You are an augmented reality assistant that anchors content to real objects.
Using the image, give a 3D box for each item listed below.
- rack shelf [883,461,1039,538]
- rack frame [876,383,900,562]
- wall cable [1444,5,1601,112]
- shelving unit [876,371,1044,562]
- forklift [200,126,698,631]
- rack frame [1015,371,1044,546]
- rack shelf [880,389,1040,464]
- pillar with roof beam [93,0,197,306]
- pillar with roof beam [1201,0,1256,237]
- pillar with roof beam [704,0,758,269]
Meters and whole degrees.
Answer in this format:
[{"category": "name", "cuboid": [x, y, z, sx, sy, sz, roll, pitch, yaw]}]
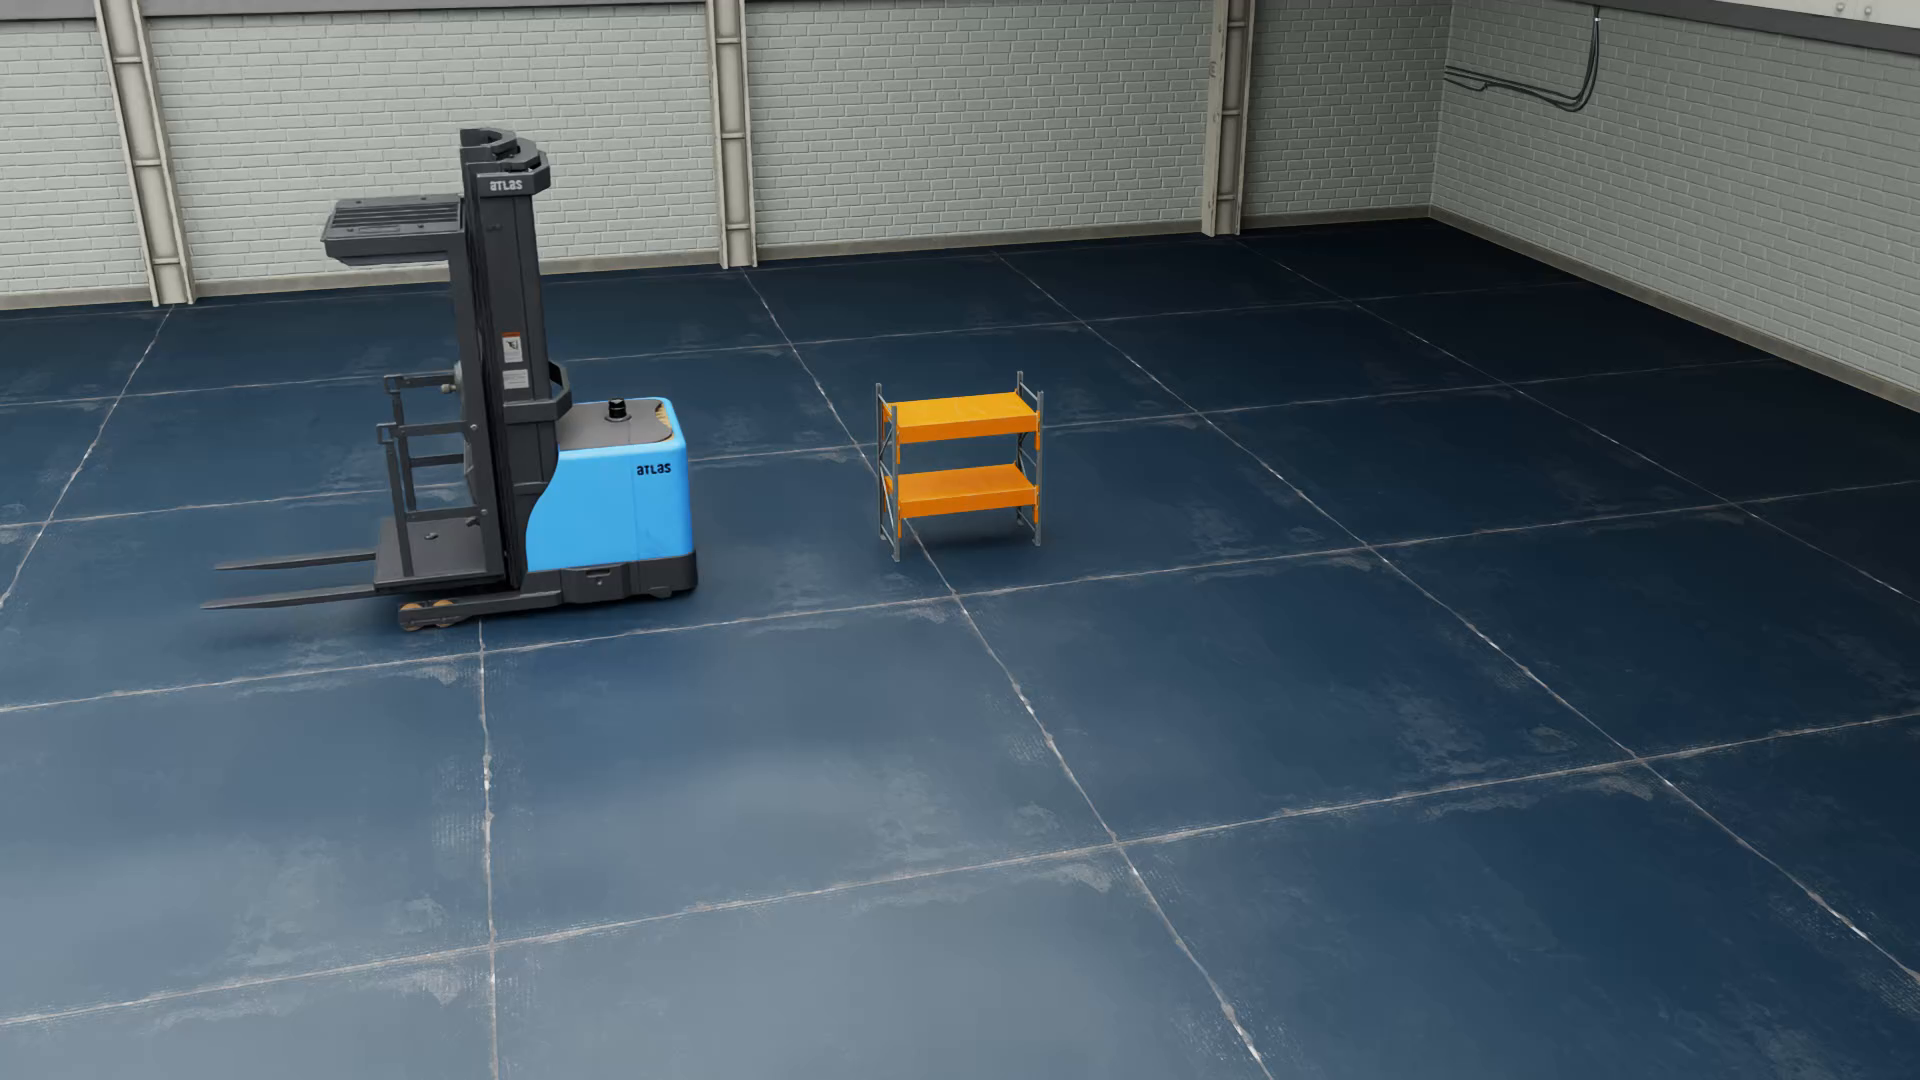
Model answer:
[{"category": "rack shelf", "cuboid": [-0.007, -0.292, 11.623, 1.000, 0.278, 0.538, -6, 24, -14]}, {"category": "rack frame", "cuboid": [-0.496, -0.462, 11.400, 0.032, 1.125, 0.500, -6, 24, -14]}, {"category": "wall cable", "cuboid": [6.422, -6.330, 19.028, 0.112, 2.526, 3.097, -6, 24, -14]}, {"category": "shelving unit", "cuboid": [-0.007, -0.516, 11.527, 1.048, 1.125, 0.538, -6, 24, -14]}, {"category": "forklift", "cuboid": [-3.296, -1.009, 10.386, 3.031, 2.935, 1.130, -6, 24, -14]}, {"category": "rack frame", "cuboid": [0.483, -0.570, 11.653, 0.032, 1.125, 0.500, -6, 24, -14]}, {"category": "rack shelf", "cuboid": [-0.007, -0.785, 11.411, 1.000, 0.278, 0.538, -6, 24, -14]}, {"category": "pillar with roof beam", "cuboid": [-7.163, -5.032, 12.066, 0.400, 9.000, 9.100, -6, 24, -14]}, {"category": "pillar with roof beam", "cuboid": [4.391, -6.311, 15.045, 0.400, 9.000, 9.100, -6, 24, -14]}, {"category": "pillar with roof beam", "cuboid": [-1.386, -5.672, 13.556, 0.400, 9.000, 9.100, -6, 24, -14]}]
